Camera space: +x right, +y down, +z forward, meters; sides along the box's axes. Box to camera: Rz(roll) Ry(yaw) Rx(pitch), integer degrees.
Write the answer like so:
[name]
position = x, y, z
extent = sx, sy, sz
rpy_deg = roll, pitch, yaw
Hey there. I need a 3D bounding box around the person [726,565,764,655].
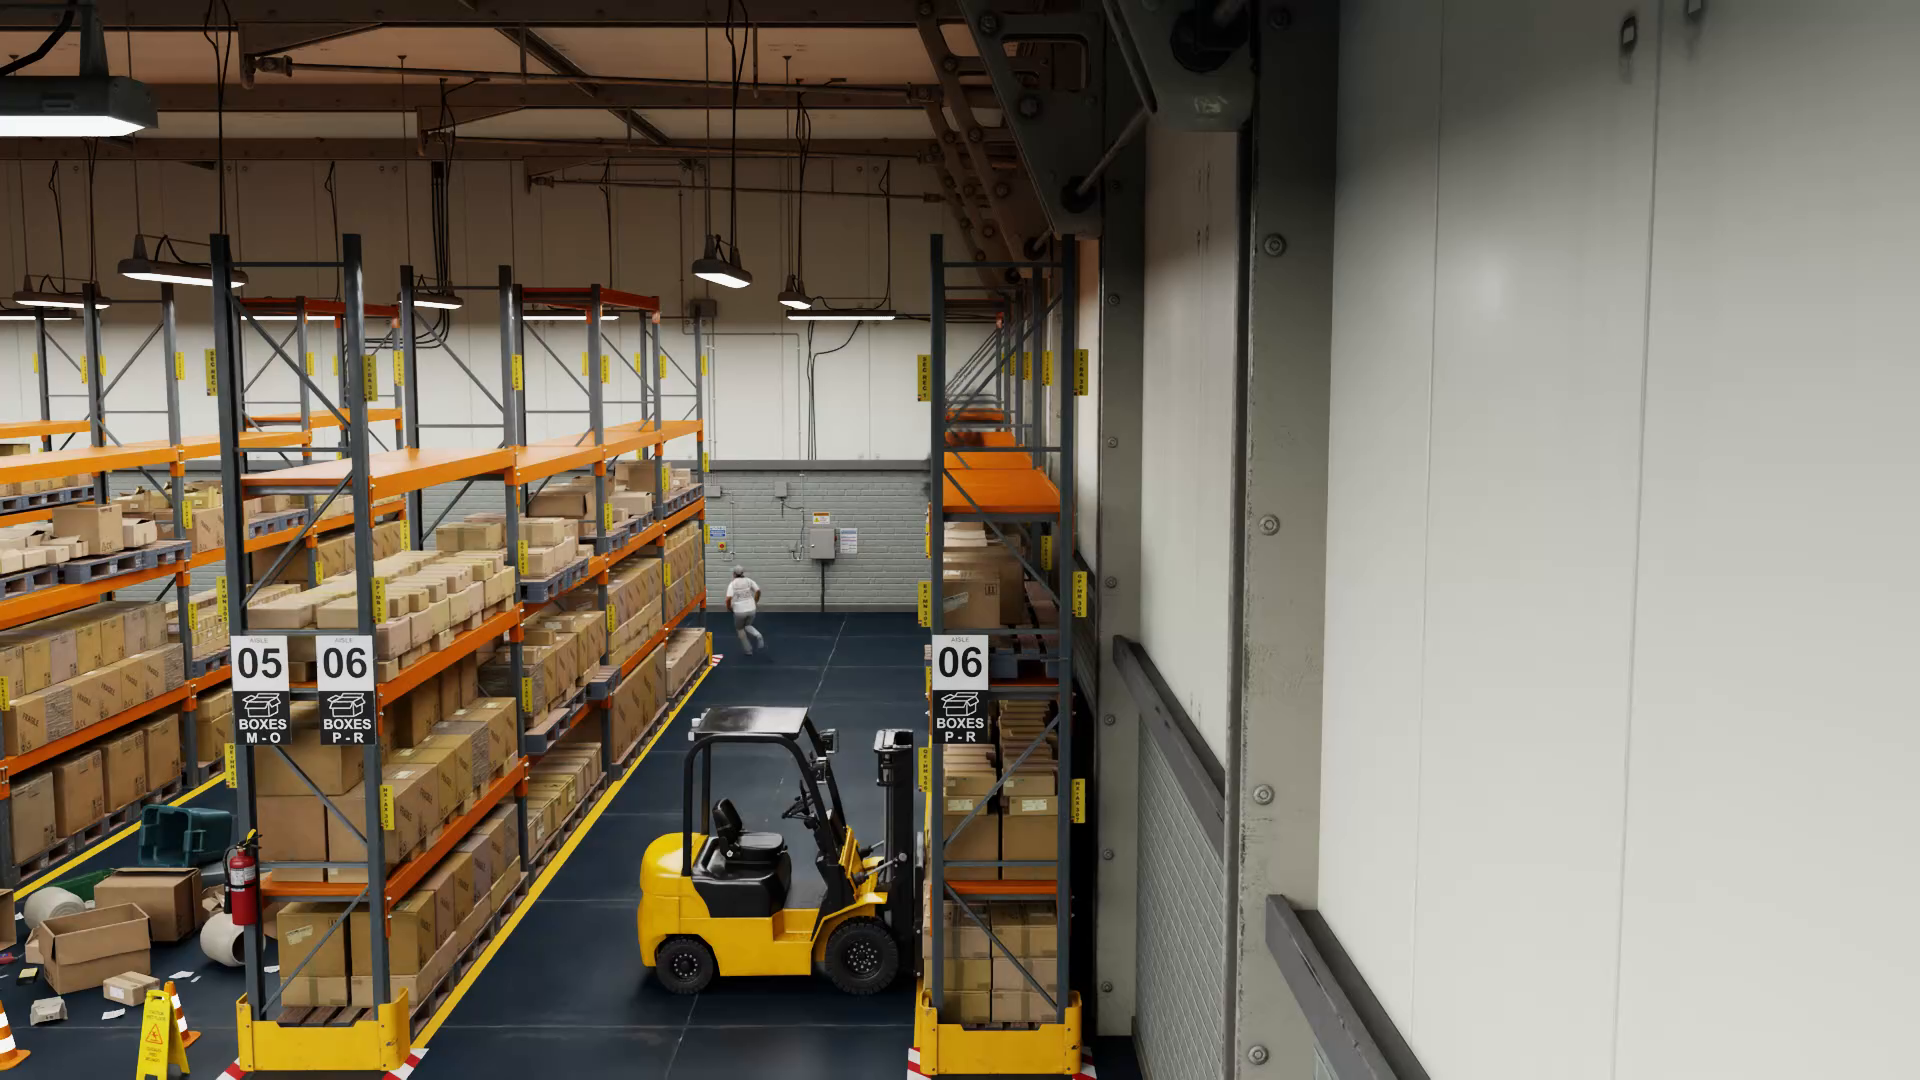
[person]
position = -3.756, 1.217, 28.644
extent = 0.650, 1.594, 0.536
rpy_deg = -5, 8, -36
